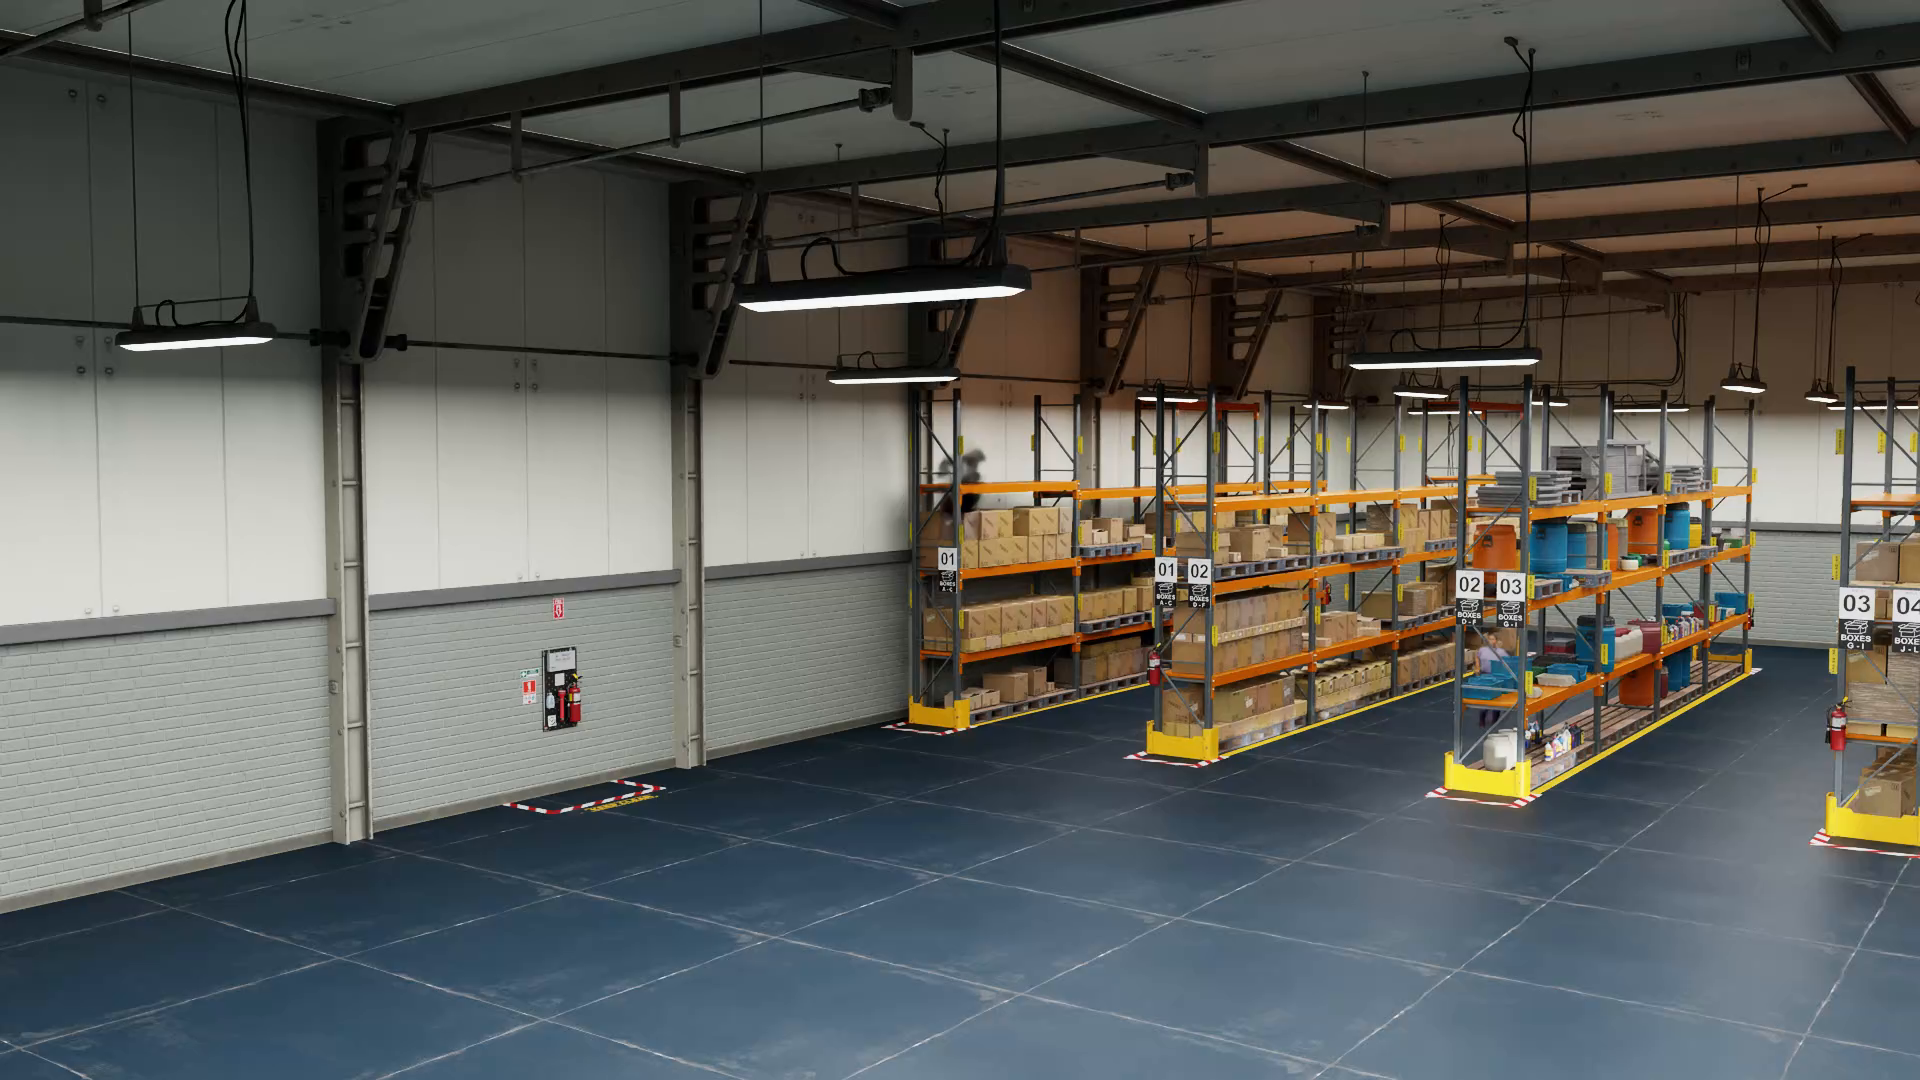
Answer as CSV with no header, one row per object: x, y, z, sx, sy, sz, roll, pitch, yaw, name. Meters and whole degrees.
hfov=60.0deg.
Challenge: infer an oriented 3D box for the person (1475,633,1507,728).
9.433,2.505,29.565,0.575,1.689,0.699,1,4,23,person
